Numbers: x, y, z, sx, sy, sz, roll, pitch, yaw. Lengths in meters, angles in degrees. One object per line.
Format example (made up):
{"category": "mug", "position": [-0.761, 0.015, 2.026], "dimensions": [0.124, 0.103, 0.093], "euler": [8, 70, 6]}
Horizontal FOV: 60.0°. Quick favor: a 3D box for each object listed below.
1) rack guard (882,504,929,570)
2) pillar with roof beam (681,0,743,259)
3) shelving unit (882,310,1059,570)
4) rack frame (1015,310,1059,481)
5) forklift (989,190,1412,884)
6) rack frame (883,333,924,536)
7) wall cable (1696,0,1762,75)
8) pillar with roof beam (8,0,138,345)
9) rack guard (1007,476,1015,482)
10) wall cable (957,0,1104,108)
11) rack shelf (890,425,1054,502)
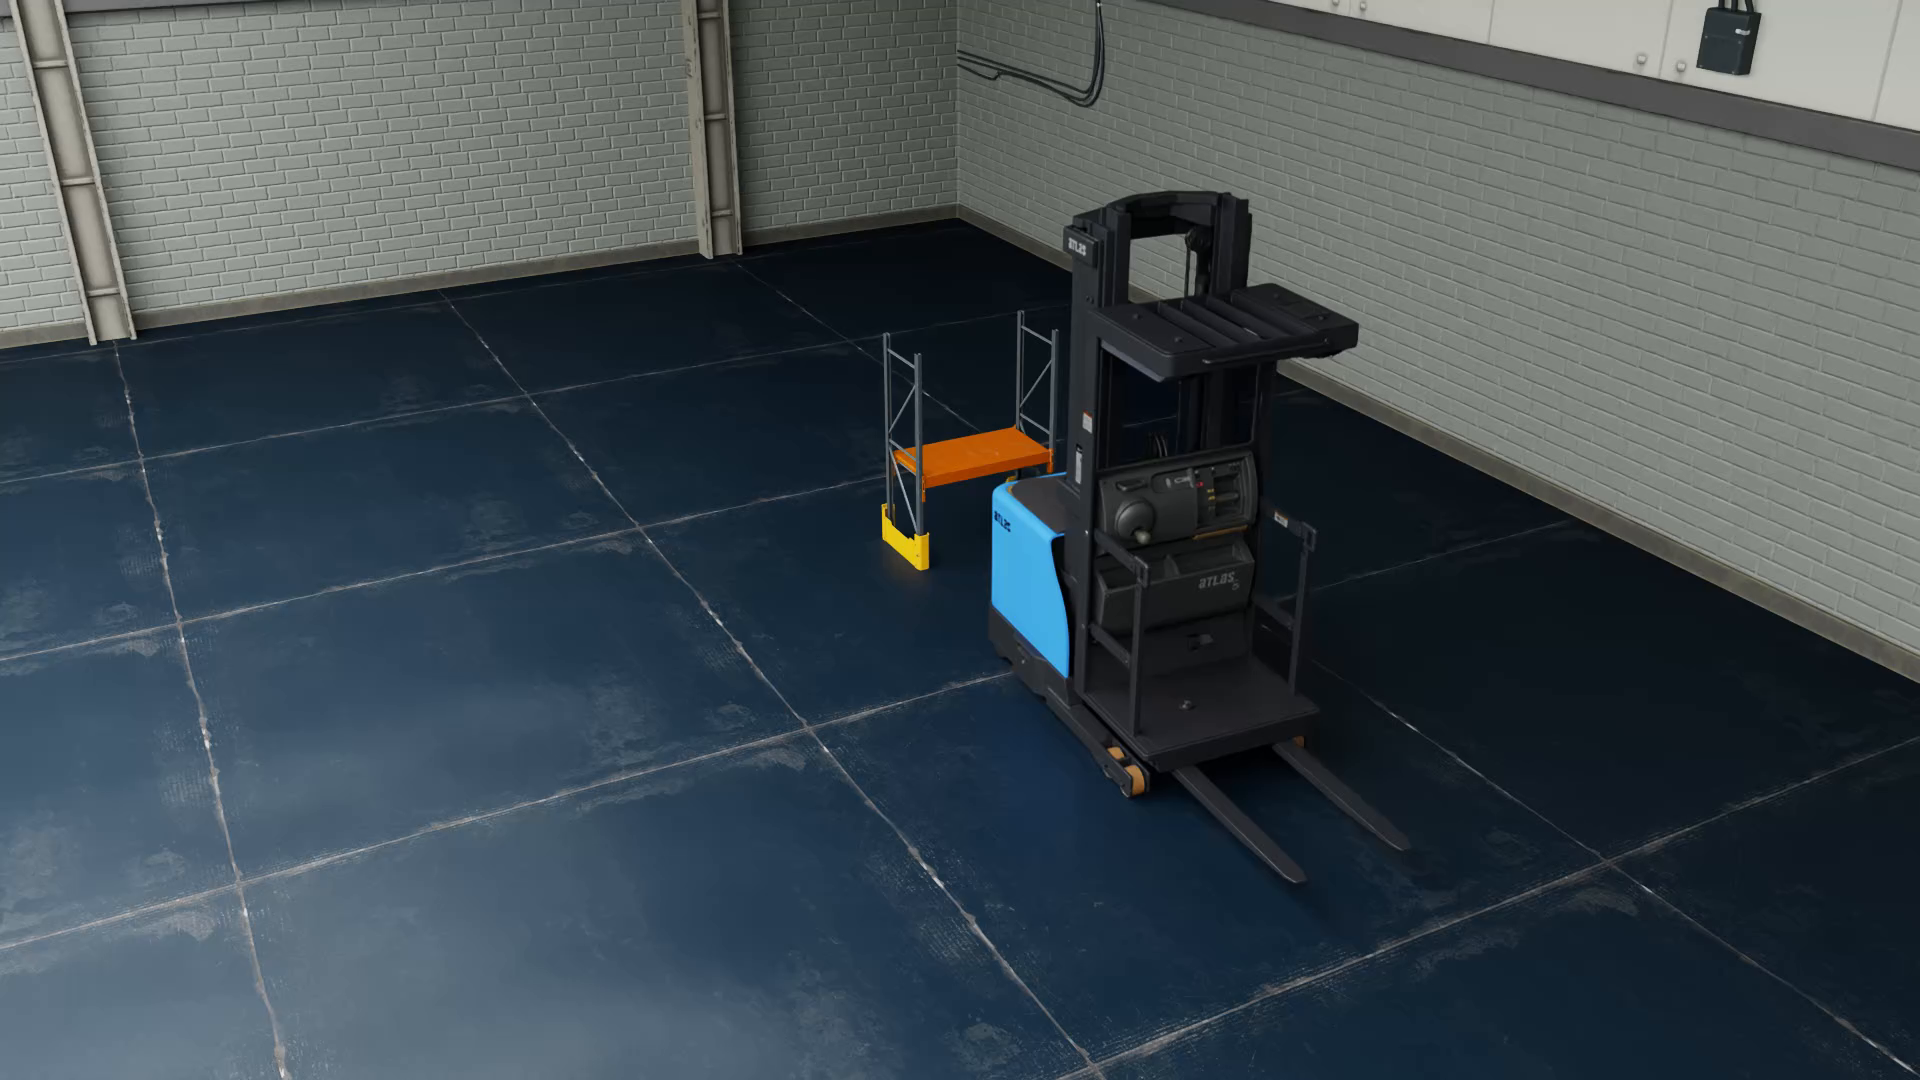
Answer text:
{"category": "rack guard", "position": [-0.372, -0.027, 11.319], "dimensions": [0.087, 0.250, 0.587], "euler": [-13, 29, -25]}
{"category": "pillar with roof beam", "position": [-0.567, -5.523, 12.659], "dimensions": [0.400, 9.000, 9.100], "euler": [-13, 29, -25]}
{"category": "shelving unit", "position": [0.067, -0.692, 11.260], "dimensions": [1.083, 1.500, 0.587], "euler": [-13, 29, -25]}
{"category": "rack frame", "position": [0.524, -0.797, 11.479], "dimensions": [0.032, 1.500, 0.500], "euler": [-13, 29, -25]}
{"category": "forklift", "position": [1.241, -0.184, 8.549], "dimensions": [1.130, 2.935, 3.031], "euler": [-11, 28, -22]}
{"category": "rack frame", "position": [-0.373, -0.590, 11.048], "dimensions": [0.032, 1.500, 0.500], "euler": [-13, 29, -25]}
{"category": "wall cable", "position": [5.082, -5.167, 7.987], "dimensions": [0.169, 6.003, 2.305], "euler": [-13, 29, -25]}
{"category": "pillar with roof beam", "position": [-5.861, -4.301, 10.114], "dimensions": [0.400, 9.000, 9.100], "euler": [-13, 29, -25]}
{"category": "rack guard", "position": [0.507, -0.230, 11.742], "dimensions": [0.087, 0.250, 0.587], "euler": [-13, 29, -25]}
{"category": "wall cable", "position": [0.629, -5.863, 16.954], "dimensions": [0.112, 2.526, 3.097], "euler": [-13, 29, -25]}
{"category": "rack shelf", "position": [0.075, -0.531, 11.342], "dimensions": [1.000, 0.185, 0.538], "euler": [-13, 29, -25]}
